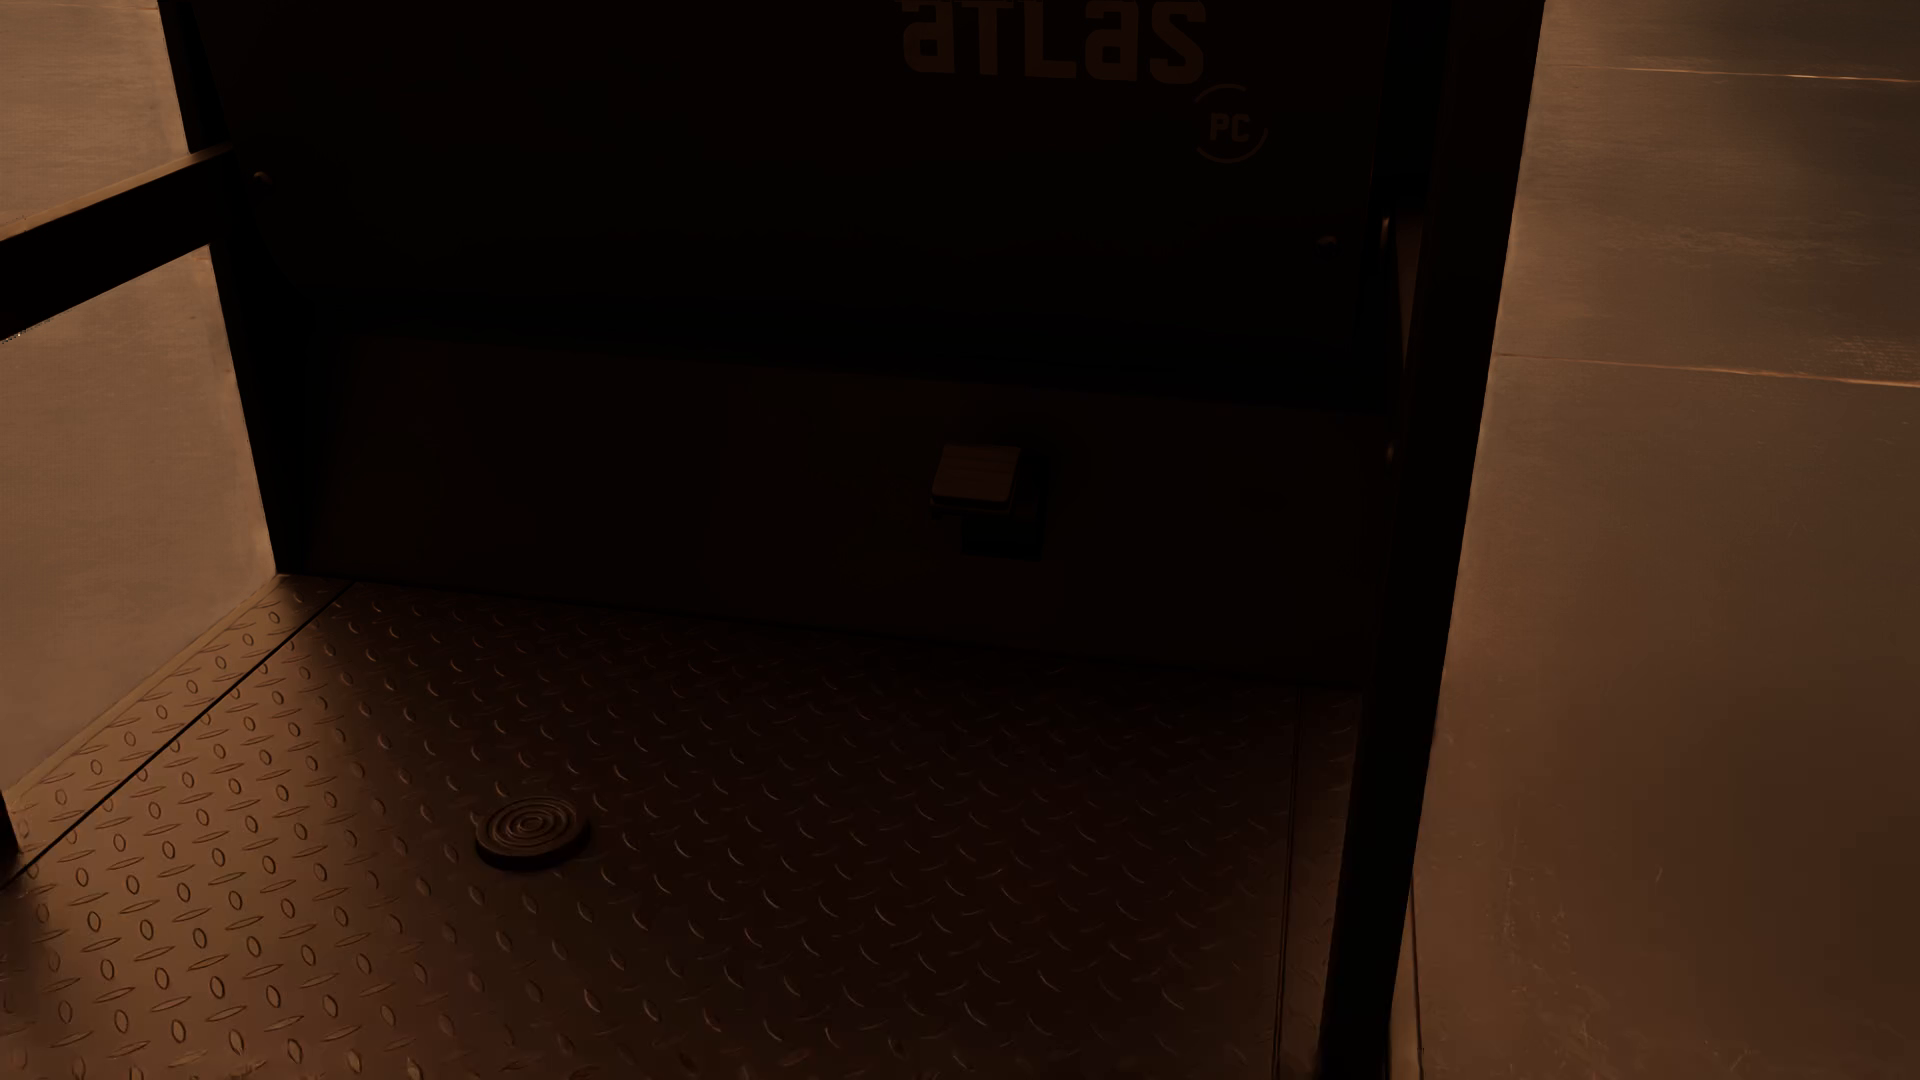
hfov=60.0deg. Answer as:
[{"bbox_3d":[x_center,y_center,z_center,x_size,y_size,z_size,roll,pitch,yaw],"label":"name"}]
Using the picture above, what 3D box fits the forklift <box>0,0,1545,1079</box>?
[{"bbox_3d":[-0.188,-0.815,0.861,1.130,2.935,3.031,6,27,11],"label":"forklift"}]
